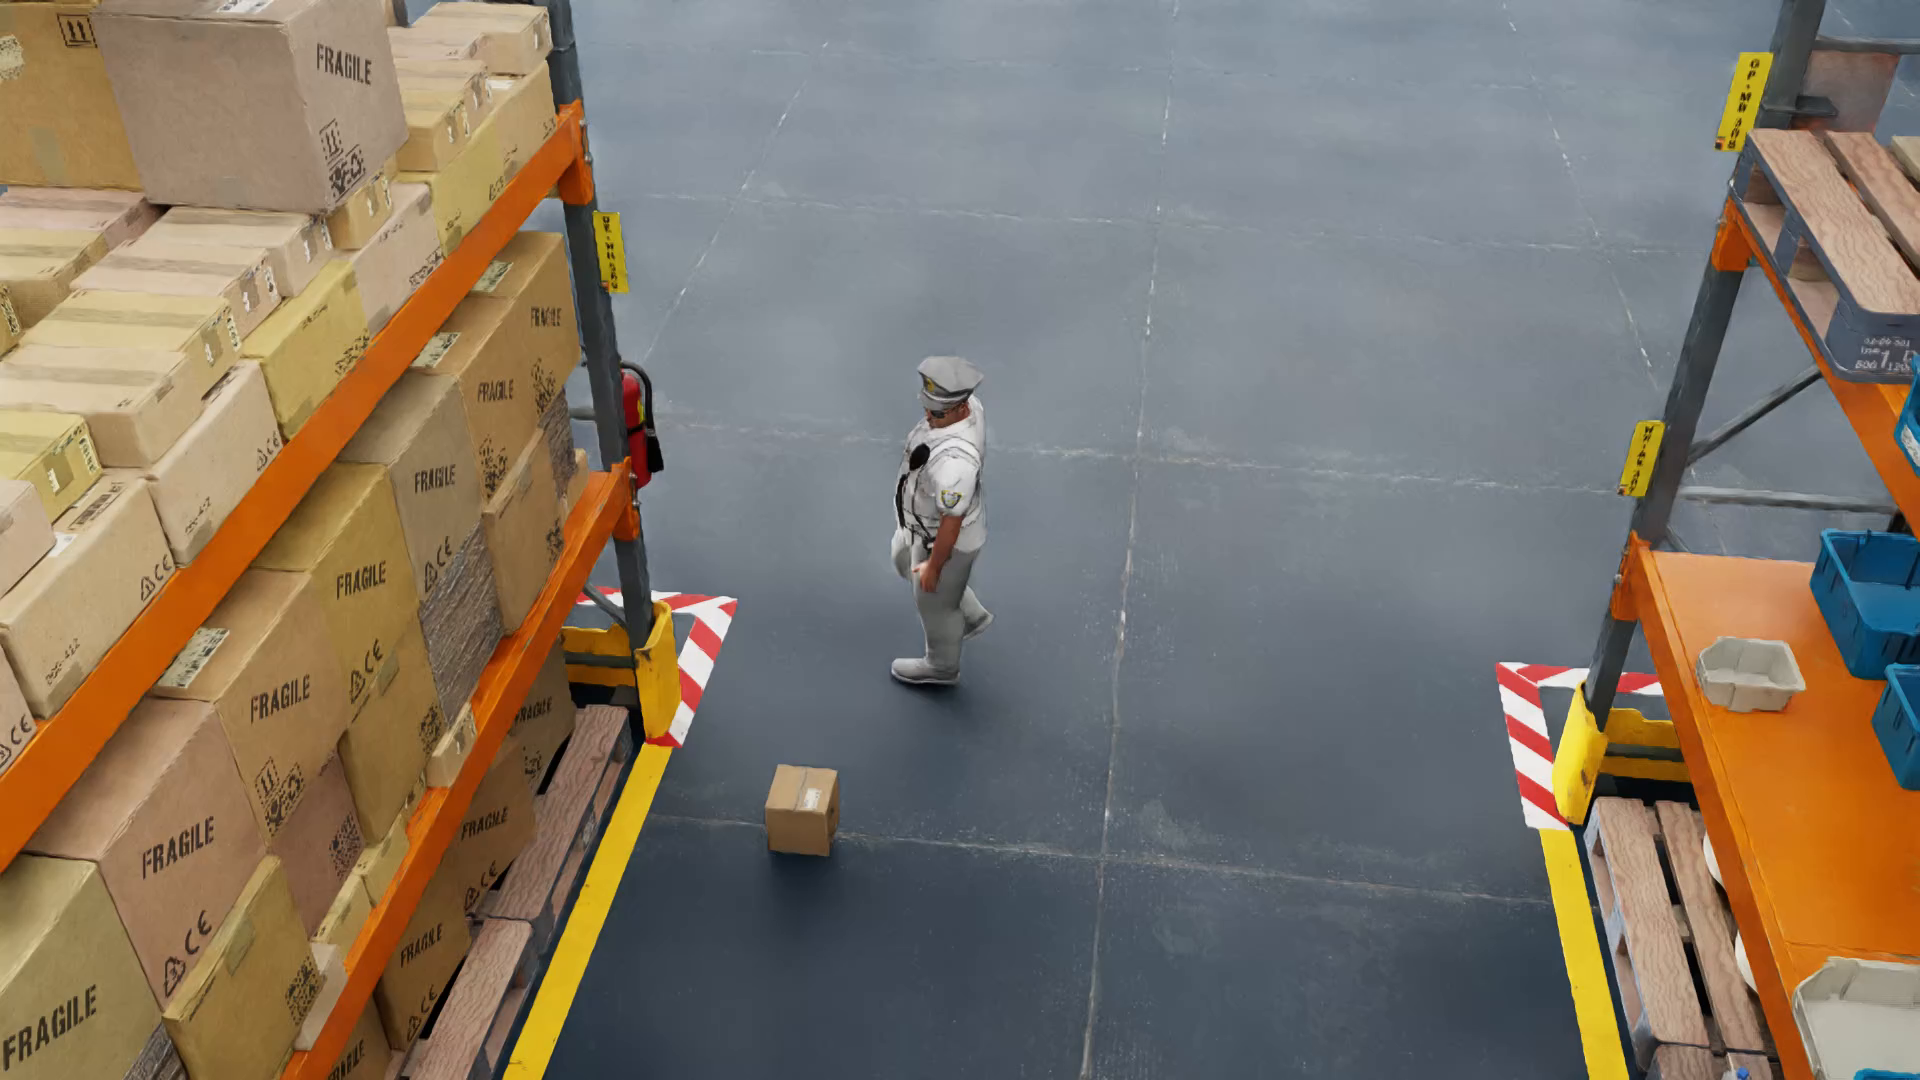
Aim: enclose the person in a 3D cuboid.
[{"bbox_3d":[-0.082,-0.056,7.108,0.476,1.748,0.690,0,36,0],"label":"person"}]
